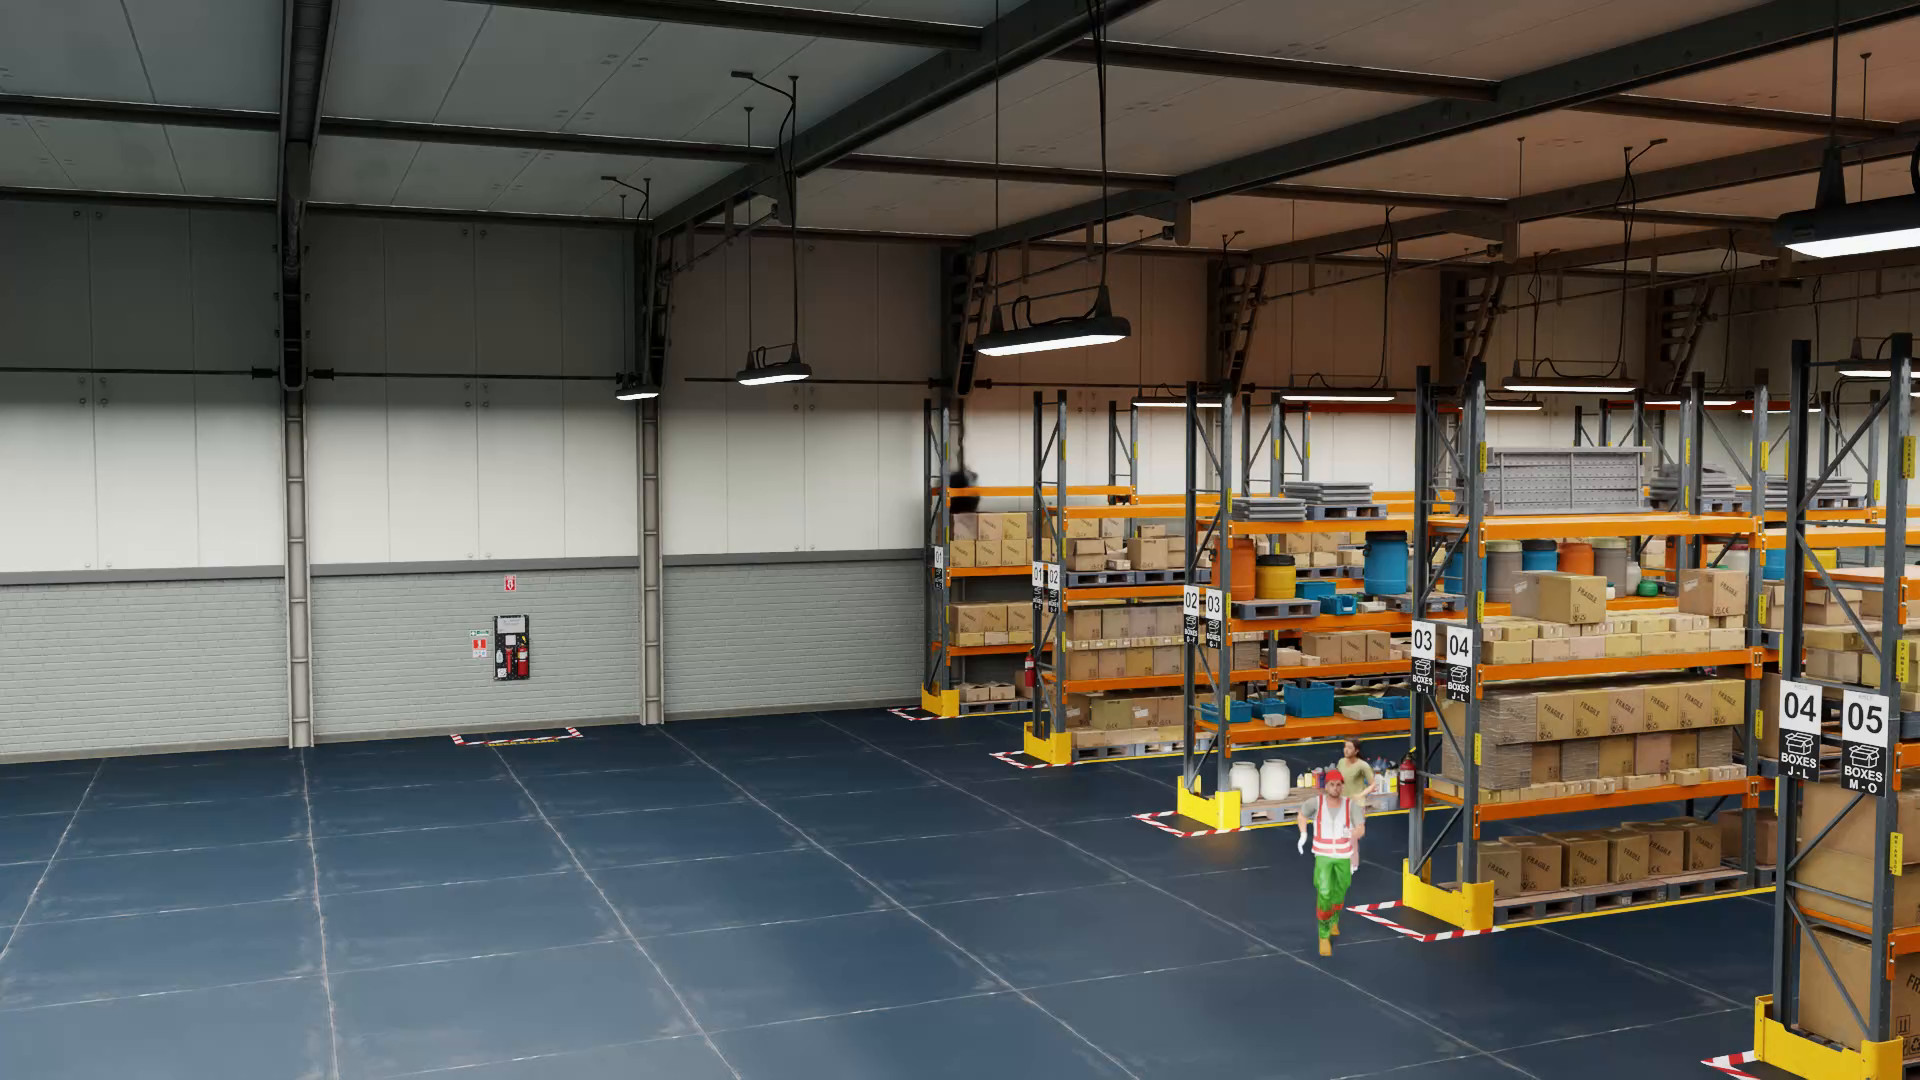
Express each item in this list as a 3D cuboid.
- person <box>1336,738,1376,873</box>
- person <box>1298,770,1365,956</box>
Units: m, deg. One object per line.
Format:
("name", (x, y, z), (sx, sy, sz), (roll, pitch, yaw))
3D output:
("person", (4.702, 3.178, 19.920), (0.591, 1.638, 0.535), (3, 5, 43))
("person", (3.799, 3.263, 17.012), (0.652, 1.847, 0.799), (0, 3, 2))
